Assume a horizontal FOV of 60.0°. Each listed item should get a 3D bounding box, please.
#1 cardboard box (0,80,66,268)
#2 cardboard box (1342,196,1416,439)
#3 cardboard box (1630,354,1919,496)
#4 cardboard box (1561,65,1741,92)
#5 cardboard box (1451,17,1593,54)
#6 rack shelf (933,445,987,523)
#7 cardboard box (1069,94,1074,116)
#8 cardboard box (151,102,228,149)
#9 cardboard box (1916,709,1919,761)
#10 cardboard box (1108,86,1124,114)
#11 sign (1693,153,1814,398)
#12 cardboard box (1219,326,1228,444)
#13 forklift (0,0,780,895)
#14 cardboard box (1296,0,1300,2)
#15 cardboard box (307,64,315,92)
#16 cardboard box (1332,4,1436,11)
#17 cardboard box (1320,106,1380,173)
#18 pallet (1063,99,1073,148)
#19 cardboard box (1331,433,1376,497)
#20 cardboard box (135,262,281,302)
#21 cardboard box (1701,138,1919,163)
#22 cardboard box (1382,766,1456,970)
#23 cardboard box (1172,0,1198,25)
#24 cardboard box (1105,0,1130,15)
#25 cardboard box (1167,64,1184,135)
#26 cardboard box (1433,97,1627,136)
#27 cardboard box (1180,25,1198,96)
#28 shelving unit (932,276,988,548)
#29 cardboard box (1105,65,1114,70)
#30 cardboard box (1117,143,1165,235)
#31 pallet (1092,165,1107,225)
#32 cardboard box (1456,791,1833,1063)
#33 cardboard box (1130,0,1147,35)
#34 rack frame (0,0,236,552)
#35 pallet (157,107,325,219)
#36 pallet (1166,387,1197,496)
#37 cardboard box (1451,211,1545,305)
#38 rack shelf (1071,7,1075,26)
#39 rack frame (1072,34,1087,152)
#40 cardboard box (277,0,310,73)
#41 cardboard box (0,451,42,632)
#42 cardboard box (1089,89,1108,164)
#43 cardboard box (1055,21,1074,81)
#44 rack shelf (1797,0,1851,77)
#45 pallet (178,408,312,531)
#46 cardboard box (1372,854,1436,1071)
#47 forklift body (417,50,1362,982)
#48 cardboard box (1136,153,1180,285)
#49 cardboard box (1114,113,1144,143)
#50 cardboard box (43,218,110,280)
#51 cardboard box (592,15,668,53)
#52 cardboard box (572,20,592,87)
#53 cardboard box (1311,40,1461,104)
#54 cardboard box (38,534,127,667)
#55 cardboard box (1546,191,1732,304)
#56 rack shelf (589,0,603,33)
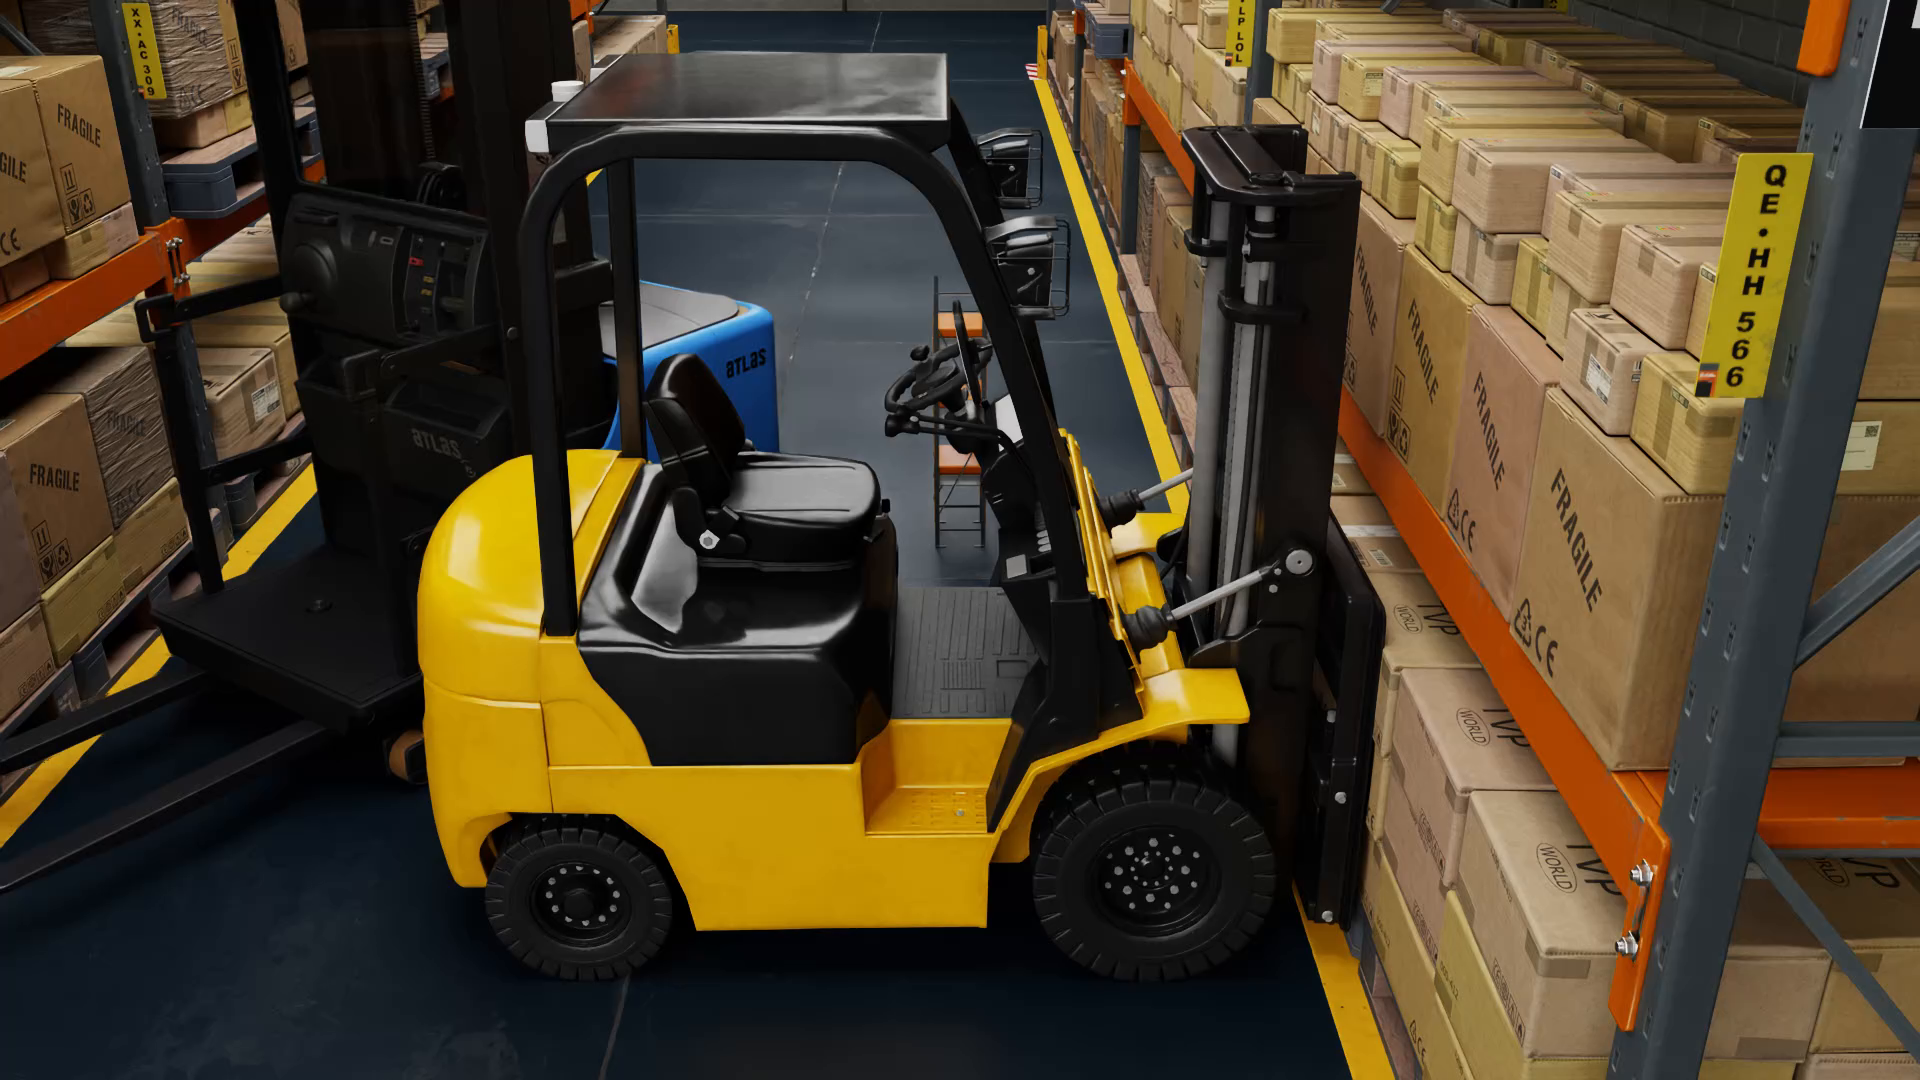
[{"bbox_3d":[-3.162,-1.113,5.088,0.500,0.500,0.500,1,24,1],"label":"cardboard box"},{"bbox_3d":[1.292,-0.581,4.273,0.500,0.500,0.500,0,24,0],"label":"cardboard box"},{"bbox_3d":[1.295,-0.184,2.609,0.380,0.149,0.250,0,24,0],"label":"cardboard box"},{"bbox_3d":[1.823,-1.168,4.424,0.380,0.149,0.250,-1,24,-1],"label":"cardboard box"},{"bbox_3d":[1.802,-1.593,5.362,0.380,0.149,0.250,-1,24,-2],"label":"cardboard box"},{"bbox_3d":[-0.001,-0.238,6.701,0.215,0.259,0.240,0,24,-1],"label":"rack shelf"},{"bbox_3d":[1.148,-3.767,14.389,0.380,0.149,0.250,-1,24,-2],"label":"cardboard box"},{"bbox_3d":[-3.118,-1.632,6.514,0.380,0.149,0.250,0,24,0],"label":"cardboard box"},{"bbox_3d":[1.851,0.048,2.883,0.500,0.500,0.500,1,24,1],"label":"cardboard box"},{"bbox_3d":[1.247,-3.095,11.689,0.380,0.149,0.250,-1,24,-3],"label":"cardboard box"},{"bbox_3d":[1.036,-0.340,2.170,0.100,0.325,0.005,0,24,-1],"label":"sign"},{"bbox_3d":[1.519,-0.674,6.972,0.875,0.625,0.625,1,24,2],"label":"cardboard box"},{"bbox_3d":[-1.910,-0.811,4.987,1.130,2.935,3.031,16,29,31],"label":"forklift"},{"bbox_3d":[1.734,-2.573,7.891,0.380,0.149,0.250,0,24,1],"label":"cardboard box"},{"bbox_3d":[-3.104,-2.169,7.701,0.380,0.149,0.250,1,24,1],"label":"cardboard box"},{"bbox_3d":[1.770,-2.156,6.967,0.380,0.149,0.250,0,24,-1],"label":"cardboard box"},{"bbox_3d":[1.241,-1.134,4.709,0.380,0.149,0.250,0,24,-1],"label":"cardboard box"},{"bbox_3d":[1.442,-3.659,14.583,1.003,0.211,1.213,0,24,-1],"label":"pallet"},{"bbox_3d":[1.239,-0.127,5.005,0.500,0.250,0.500,1,24,1],"label":"cardboard box"},{"bbox_3d":[-3.457,-1.119,8.263,0.950,0.372,0.625,1,24,1],"label":"cardboard box"},{"bbox_3d":[1.787,-0.745,3.487,0.380,0.149,0.250,0,24,1],"label":"cardboard box"},{"bbox_3d":[1.267,0.726,3.724,0.500,0.250,0.500,0,24,-1],"label":"cardboard box"},{"bbox_3d":[1.186,-2.466,7.654,0.380,0.149,0.250,-1,24,-2],"label":"cardboard box"},{"bbox_3d":[1.101,-3.344,10.299,0.380,0.149,0.250,0,24,0],"label":"cardboard box"},{"bbox_3d":[1.269,-2.112,7.963,0.500,0.250,0.500,1,24,1],"label":"cardboard box"},{"bbox_3d":[1.342,-0.957,3.956,0.380,0.149,0.250,0,24,0],"label":"cardboard box"},{"bbox_3d":[1.262,-2.133,7.401,0.500,0.250,0.500,0,24,0],"label":"cardboard box"},{"bbox_3d":[-0.001,-0.500,6.582,0.215,1.050,0.252,0,24,-1],"label":"shelving unit"},{"bbox_3d":[1.297,-3.513,12.614,0.380,0.149,0.250,-1,24,-1],"label":"cardboard box"},{"bbox_3d":[1.272,-2.224,10.550,0.500,0.500,0.500,0,24,1],"label":"cardboard box"},{"bbox_3d":[1.511,-2.537,12.103,1.003,0.211,1.213,0,24,-1],"label":"pallet"},{"bbox_3d":[1.262,0.716,3.140,0.500,0.250,0.500,1,24,1],"label":"cardboard box"},{"bbox_3d":[1.227,-2.973,9.260,0.500,0.250,0.500,0,24,-1],"label":"cardboard box"},{"bbox_3d":[-3.428,-1.326,6.042,1.000,3.000,0.127,0,24,-1],"label":"rack frame"},{"bbox_3d":[-3.291,-1.554,6.779,1.003,0.211,1.213,0,24,-1],"label":"pallet"},{"bbox_3d":[1.488,-0.383,7.340,1.003,0.211,1.213,0,24,-1],"label":"pallet"},{"bbox_3d":[1.280,-0.609,3.547,0.380,0.149,0.250,-1,24,-2],"label":"cardboard box"},{"bbox_3d":[1.426,-5.143,15.353,1.077,0.370,4.000,0,24,-1],"label":"rack shelf"},{"bbox_3d":[1.448,-4.646,13.383,1.000,3.000,0.127,0,24,-1],"label":"rack frame"},{"bbox_3d":[-3.144,-2.303,7.210,0.500,0.500,0.500,0,24,-1],"label":"cardboard box"},{"bbox_3d":[-3.139,0.056,4.903,0.500,0.500,0.500,1,24,2],"label":"cardboard box"},{"bbox_3d":[1.245,-3.073,12.429,0.500,0.500,0.500,-1,24,-2],"label":"cardboard box"},{"bbox_3d":[1.287,-4.742,16.119,0.700,0.500,0.500,1,24,2],"label":"cardboard box"},{"bbox_3d":[1.557,-1.565,3.802,1.077,0.370,4.000,0,24,-1],"label":"rack shelf"},{"bbox_3d":[-3.438,-0.376,7.326,1.003,0.211,1.213,0,24,-1],"label":"pallet"},{"bbox_3d":[1.262,0.963,3.808,0.500,0.250,0.500,0,24,-1],"label":"cardboard box"},{"bbox_3d":[-0.266,-0.088,4.334,2.313,2.155,1.214,0,24,-1],"label":"forklift body"},{"bbox_3d":[1.485,-1.850,9.573,0.875,0.625,0.625,1,24,1],"label":"cardboard box"},{"bbox_3d":[1.199,-2.661,10.729,0.380,0.149,0.250,-1,24,-3],"label":"cardboard box"},{"bbox_3d":[-3.110,-0.978,5.576,0.380,0.149,0.250,0,24,1],"label":"cardboard box"},{"bbox_3d":[-3.452,-5.023,16.816,0.875,0.438,0.875,-1,24,-2],"label":"cardboard box"},{"bbox_3d":[-3.428,-3.591,13.118,0.875,0.875,0.875,0,24,1],"label":"cardboard box"},{"bbox_3d":[1.247,-1.375,4.880,0.380,0.149,0.250,0,24,1],"label":"cardboard box"},{"bbox_3d":[-3.137,0.197,5.501,0.500,0.250,0.500,-1,24,-2],"label":"cardboard box"},{"bbox_3d":[1.301,-0.534,3.021,0.380,0.149,0.250,0,24,1],"label":"cardboard box"},{"bbox_3d":[-3.537,-5.119,15.301,1.077,0.370,4.000,0,24,-1],"label":"rack shelf"}]
